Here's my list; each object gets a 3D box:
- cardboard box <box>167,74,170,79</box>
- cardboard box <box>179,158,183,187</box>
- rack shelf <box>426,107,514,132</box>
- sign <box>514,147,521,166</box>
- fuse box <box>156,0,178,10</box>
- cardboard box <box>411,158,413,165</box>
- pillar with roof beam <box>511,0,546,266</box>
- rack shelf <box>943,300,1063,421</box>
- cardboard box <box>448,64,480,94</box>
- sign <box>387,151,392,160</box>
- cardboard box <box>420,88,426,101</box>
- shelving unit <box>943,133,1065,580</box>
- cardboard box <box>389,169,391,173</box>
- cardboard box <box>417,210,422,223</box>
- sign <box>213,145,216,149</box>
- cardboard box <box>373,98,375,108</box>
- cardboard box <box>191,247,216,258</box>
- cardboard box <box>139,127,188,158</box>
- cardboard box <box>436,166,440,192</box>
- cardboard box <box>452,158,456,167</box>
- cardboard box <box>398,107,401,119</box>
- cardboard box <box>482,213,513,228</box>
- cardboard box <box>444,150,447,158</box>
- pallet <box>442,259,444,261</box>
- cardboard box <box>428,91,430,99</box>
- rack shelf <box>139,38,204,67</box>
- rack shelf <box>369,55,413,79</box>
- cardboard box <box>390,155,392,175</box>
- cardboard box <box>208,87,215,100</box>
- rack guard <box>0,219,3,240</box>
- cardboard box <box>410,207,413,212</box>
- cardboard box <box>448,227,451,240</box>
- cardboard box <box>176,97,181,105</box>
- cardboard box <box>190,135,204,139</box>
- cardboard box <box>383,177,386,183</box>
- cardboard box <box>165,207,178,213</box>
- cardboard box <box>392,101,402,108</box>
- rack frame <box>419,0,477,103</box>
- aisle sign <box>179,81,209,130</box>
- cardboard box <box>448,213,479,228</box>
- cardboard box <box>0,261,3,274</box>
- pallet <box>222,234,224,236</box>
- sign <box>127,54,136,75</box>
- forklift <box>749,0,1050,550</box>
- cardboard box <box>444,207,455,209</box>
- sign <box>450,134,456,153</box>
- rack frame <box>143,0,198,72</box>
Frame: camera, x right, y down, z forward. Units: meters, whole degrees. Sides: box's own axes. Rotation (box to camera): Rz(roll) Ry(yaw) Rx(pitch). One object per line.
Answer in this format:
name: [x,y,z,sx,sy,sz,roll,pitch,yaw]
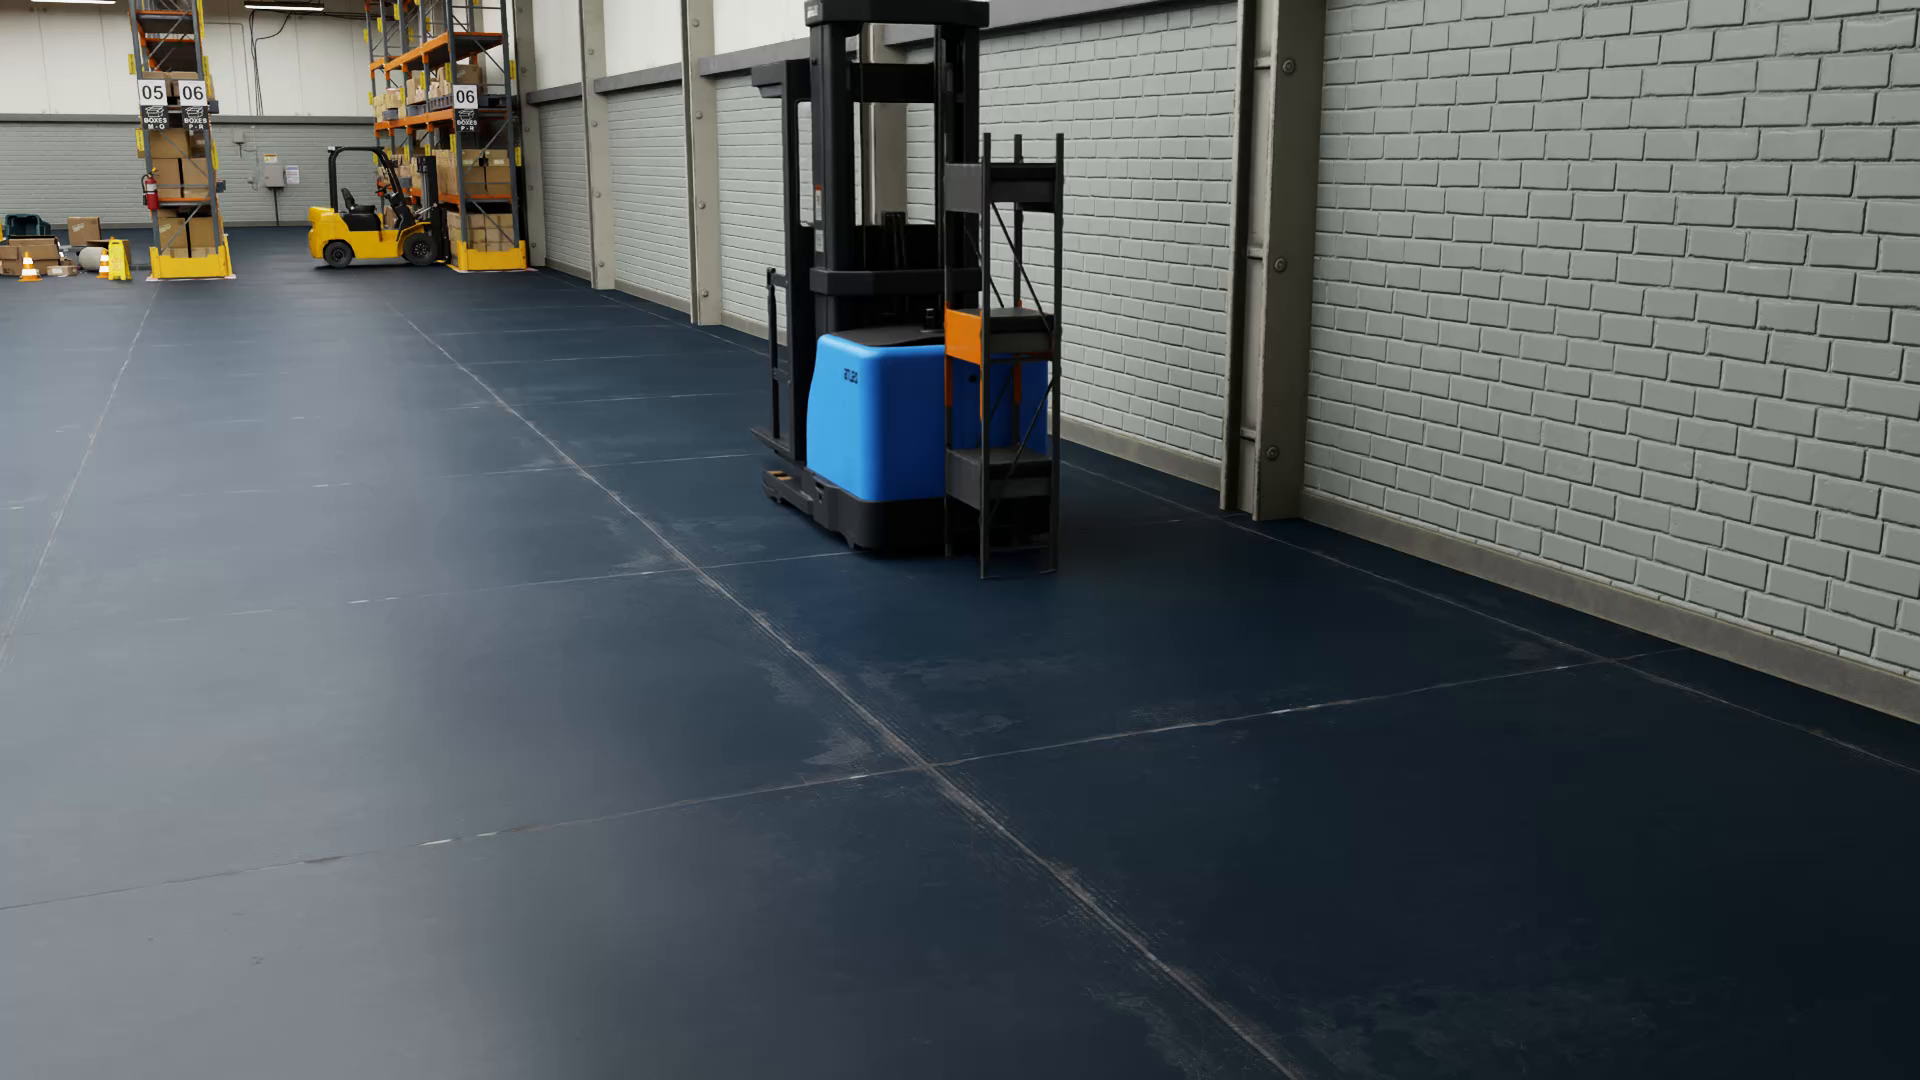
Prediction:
cardboard box: [-13.626,-7.841,28.233,0.380,0.149,0.250,-6,14,-23]
cardboard box: [-13.842,-6.394,28.963,0.500,0.500,0.500,-6,14,-23]
rack shelf: [-9.233,-7.879,31.202,1.077,0.370,4.000,-6,14,-23]
sign: [-7.921,-6.864,29.779,0.100,0.325,0.005,-6,14,-23]
fuse box: [-21.889,-14.827,45.881,0.513,0.334,0.176,-6,14,-23]
cardboard box: [-11.779,-8.280,36.332,0.380,0.149,0.250,-5,14,-21]
pillar with roof beam: [-11.830,-9.114,28.291,9.100,9.000,0.400,-6,14,-23]
rack shelf: [0.203,-0.884,8.094,0.431,0.518,0.480,-5,14,-21]
cardboard box: [-8.833,-8.187,29.566,0.500,0.500,0.500,-5,14,-21]
sign: [-13.733,-9.205,40.070,0.100,0.325,0.005,-6,14,-23]
cardboard box: [-10.548,-8.980,33.409,0.500,0.311,0.500,-6,14,-25]
shelving unit: [0.203,-0.898,8.091,0.431,2.100,0.503,-5,14,-21]
cardboard box: [-13.881,-9.091,41.170,0.500,0.250,0.500,-6,14,-23]
cardboard box: [-11.400,-6.925,36.474,0.875,0.625,0.625,-5,14,-21]
sign: [-15.690,-8.135,34.974,0.100,0.325,0.005,-6,14,-23]
cardboard box: [-14.894,-11.323,43.051,0.500,0.250,0.500,-6,14,-24]
cardboard box: [-13.049,-4.962,28.824,0.500,0.250,0.500,-6,14,-23]
cardboard box: [-13.384,-6.672,27.947,0.700,0.500,0.500,-6,14,-24]
cardboard box: [-9.872,-7.008,32.277,0.500,0.500,0.500,-5,14,-22]
cardboard box: [-8.958,-6.816,30.006,0.380,0.149,0.250,-5,14,-22]
cardboard box: [-12.468,-9.687,37.753,0.500,0.250,0.500,-6,14,-23]
cardboard box: [-8.451,-5.823,30.327,0.500,0.250,0.500,-6,14,-24]
cardboard box: [-9.372,-7.174,30.894,0.380,0.149,0.250,-5,14,-22]
pallet: [-9.754,-5.655,32.833,1.003,0.211,1.213,-6,14,-23]
cardboard box: [-10.133,-8.653,32.357,0.380,0.149,0.250,-5,14,-22]
rack shelf: [-15.382,-9.523,32.539,1.077,0.370,4.000,-6,14,-23]
rack shelf: [-14.040,-11.818,41.577,1.077,0.370,4.000,-6,14,-23]
cardboard box: [-13.250,-8.967,39.808,0.700,0.500,0.500,-5,14,-22]
cardboard box: [-14.448,-8.482,31.614,0.500,0.250,0.500,-6,14,-25]
rack guard: [-23.853,-7.510,40.208,1.175,0.500,0.348,-6,14,-23]
cardboard box: [-12.205,-7.443,37.550,0.380,0.149,0.250,-6,15,-26]
cardboard box: [-9.331,-5.745,31.098,0.500,0.250,0.500,-6,14,-24]
cardboard box: [-13.001,-7.389,28.046,0.380,0.149,0.250,-6,14,-25]
cardboard box: [-17.674,-9.325,38.632,0.380,0.149,0.250,-6,14,-24]
cardboard box: [-14.491,-9.175,42.415,0.380,0.149,0.250,-6,14,-25]
cardboard box: [-13.845,-5.716,28.979,0.380,0.149,0.250,-5,14,-22]
cardboard box: [-12.845,-10.013,38.234,0.380,0.149,0.250,-5,14,-22]
rack frame: [-10.035,-10.104,32.568,1.000,3.000,0.127,-6,14,-23]
aisle sign: [-12.670,-7.187,27.506,0.394,0.787,0.004,-6,14,-23]
cardboard box: [-9.113,-5.879,30.567,0.500,0.250,0.500,-5,14,-22]
cardboard box: [-16.700,-4.743,28.775,0.396,0.266,0.258,-3,13,-13]
pallet: [-17.408,-6.874,38.101,1.003,0.211,1.213,-6,14,-23]
sign: [-13.495,-7.752,27.097,0.100,0.325,0.005,-6,14,-23]
forklift: [-0.540,-1.668,9.576,1.130,2.935,3.031,-5,14,-21]
cardboard box: [-11.560,-7.446,37.564,0.380,0.149,0.250,-5,14,-20]
sign: [-8.935,-6.988,29.318,0.100,0.325,0.005,-6,14,-23]
rack frame: [-16.184,-10.481,34.199,1.000,3.000,0.127,-6,14,-23]
